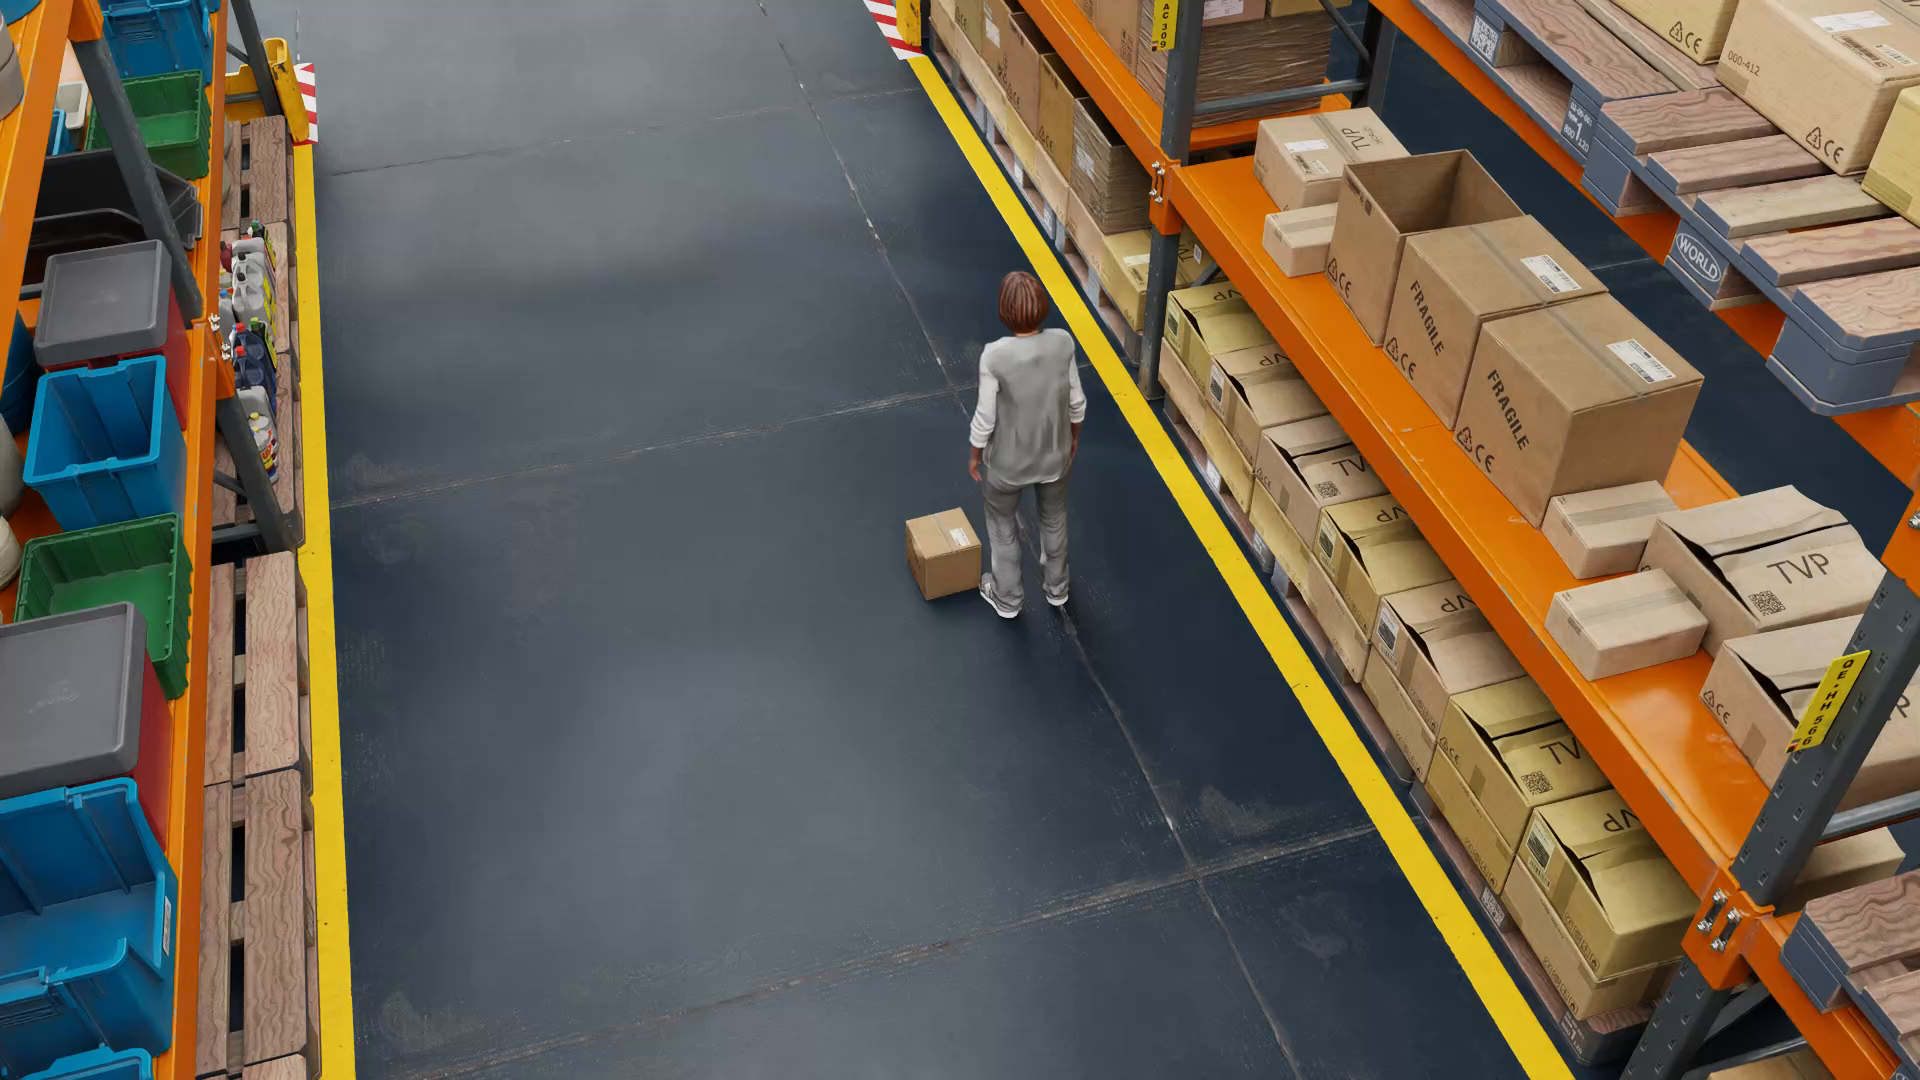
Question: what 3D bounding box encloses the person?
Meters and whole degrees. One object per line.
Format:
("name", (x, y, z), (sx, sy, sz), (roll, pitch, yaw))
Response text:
("person", (0.260, -0.335, 6.530), (0.465, 1.593, 0.347), (-12, 44, -12))
